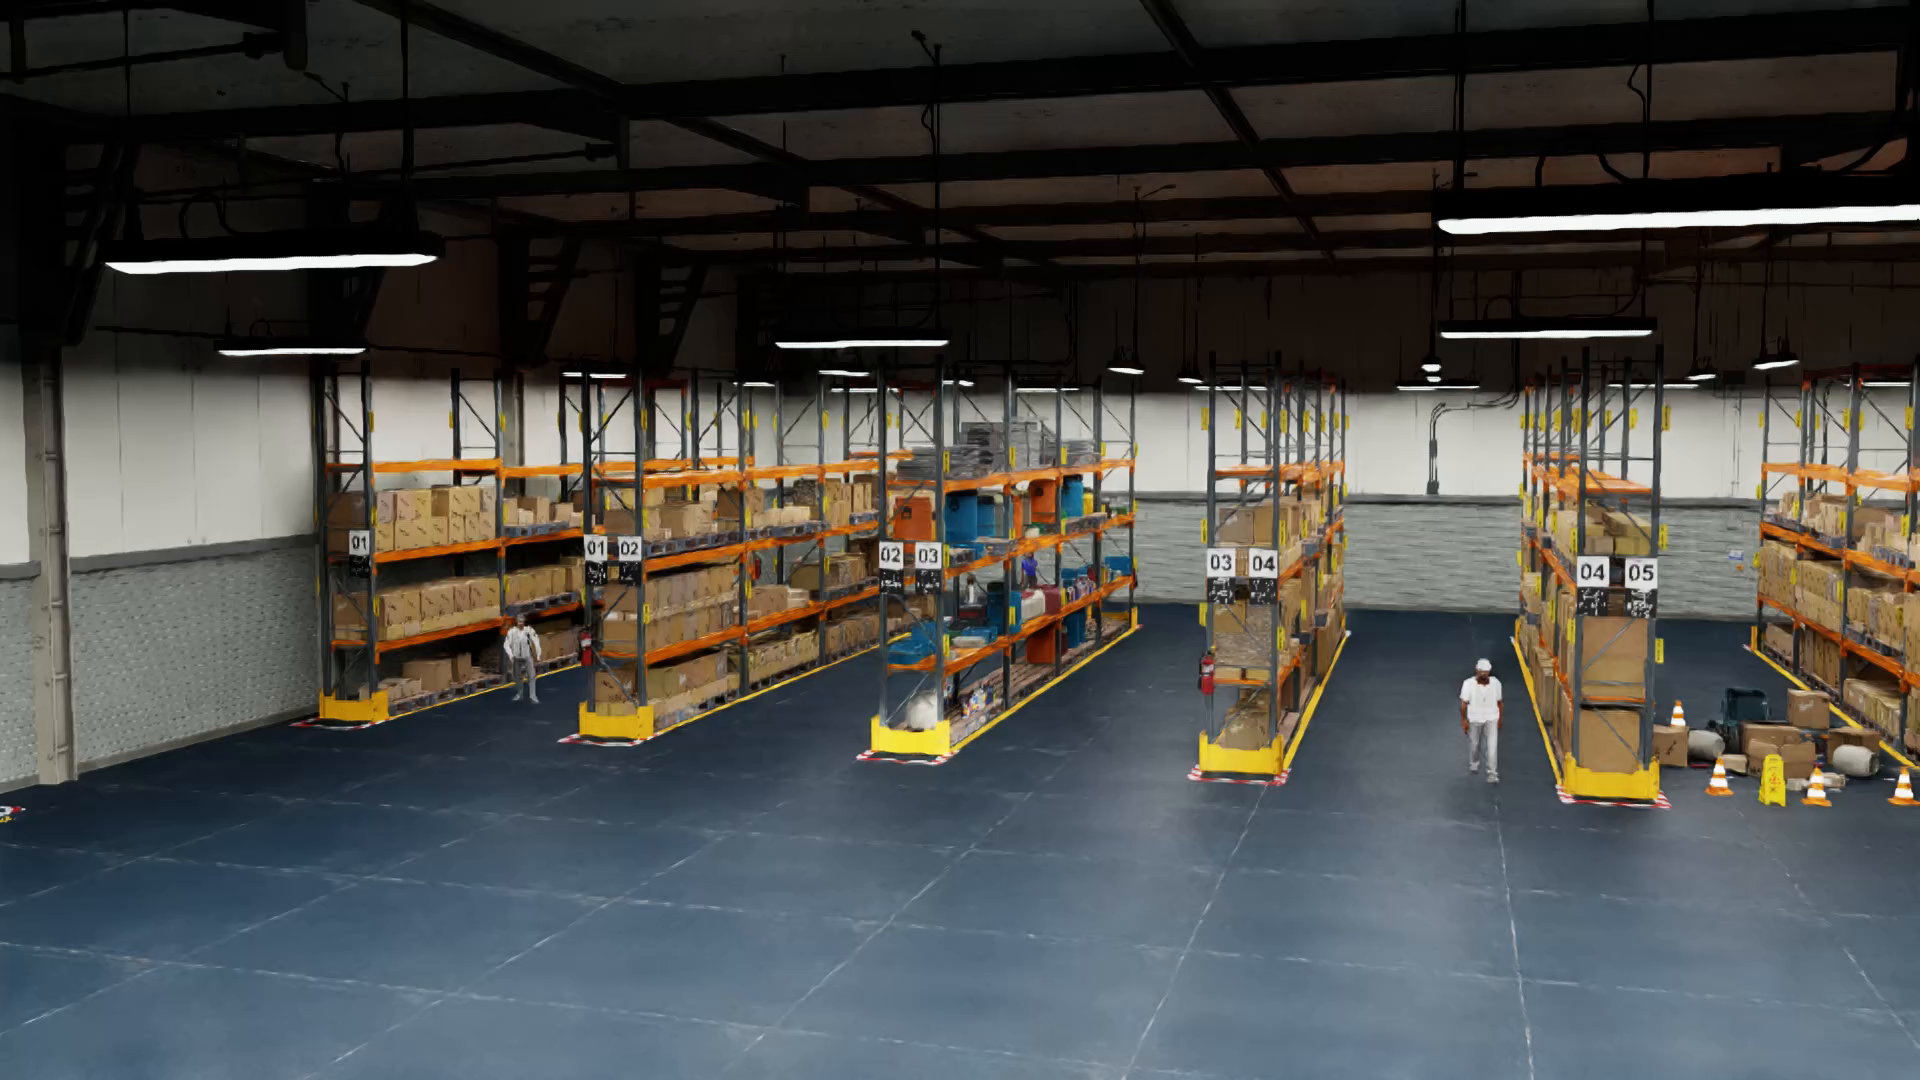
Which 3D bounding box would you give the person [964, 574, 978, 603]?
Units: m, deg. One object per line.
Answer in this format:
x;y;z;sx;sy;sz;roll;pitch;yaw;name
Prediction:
0.262;1.541;37.059;0.423;1.599;0.499;-1;4;-8;person

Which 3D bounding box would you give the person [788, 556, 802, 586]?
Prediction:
-3.922;1.341;40.548;0.585;1.495;1.193;1;4;18;person

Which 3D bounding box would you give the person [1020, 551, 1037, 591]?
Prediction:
1.715;1.038;43.996;0.653;1.652;0.490;-2;5;-25;person

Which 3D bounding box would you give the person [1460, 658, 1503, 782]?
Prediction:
7.279;2.485;23.205;0.583;1.682;1.111;1;4;15;person

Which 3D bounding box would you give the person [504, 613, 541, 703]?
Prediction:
-7.752;2.081;29.534;0.638;1.615;0.774;0;4;-4;person
